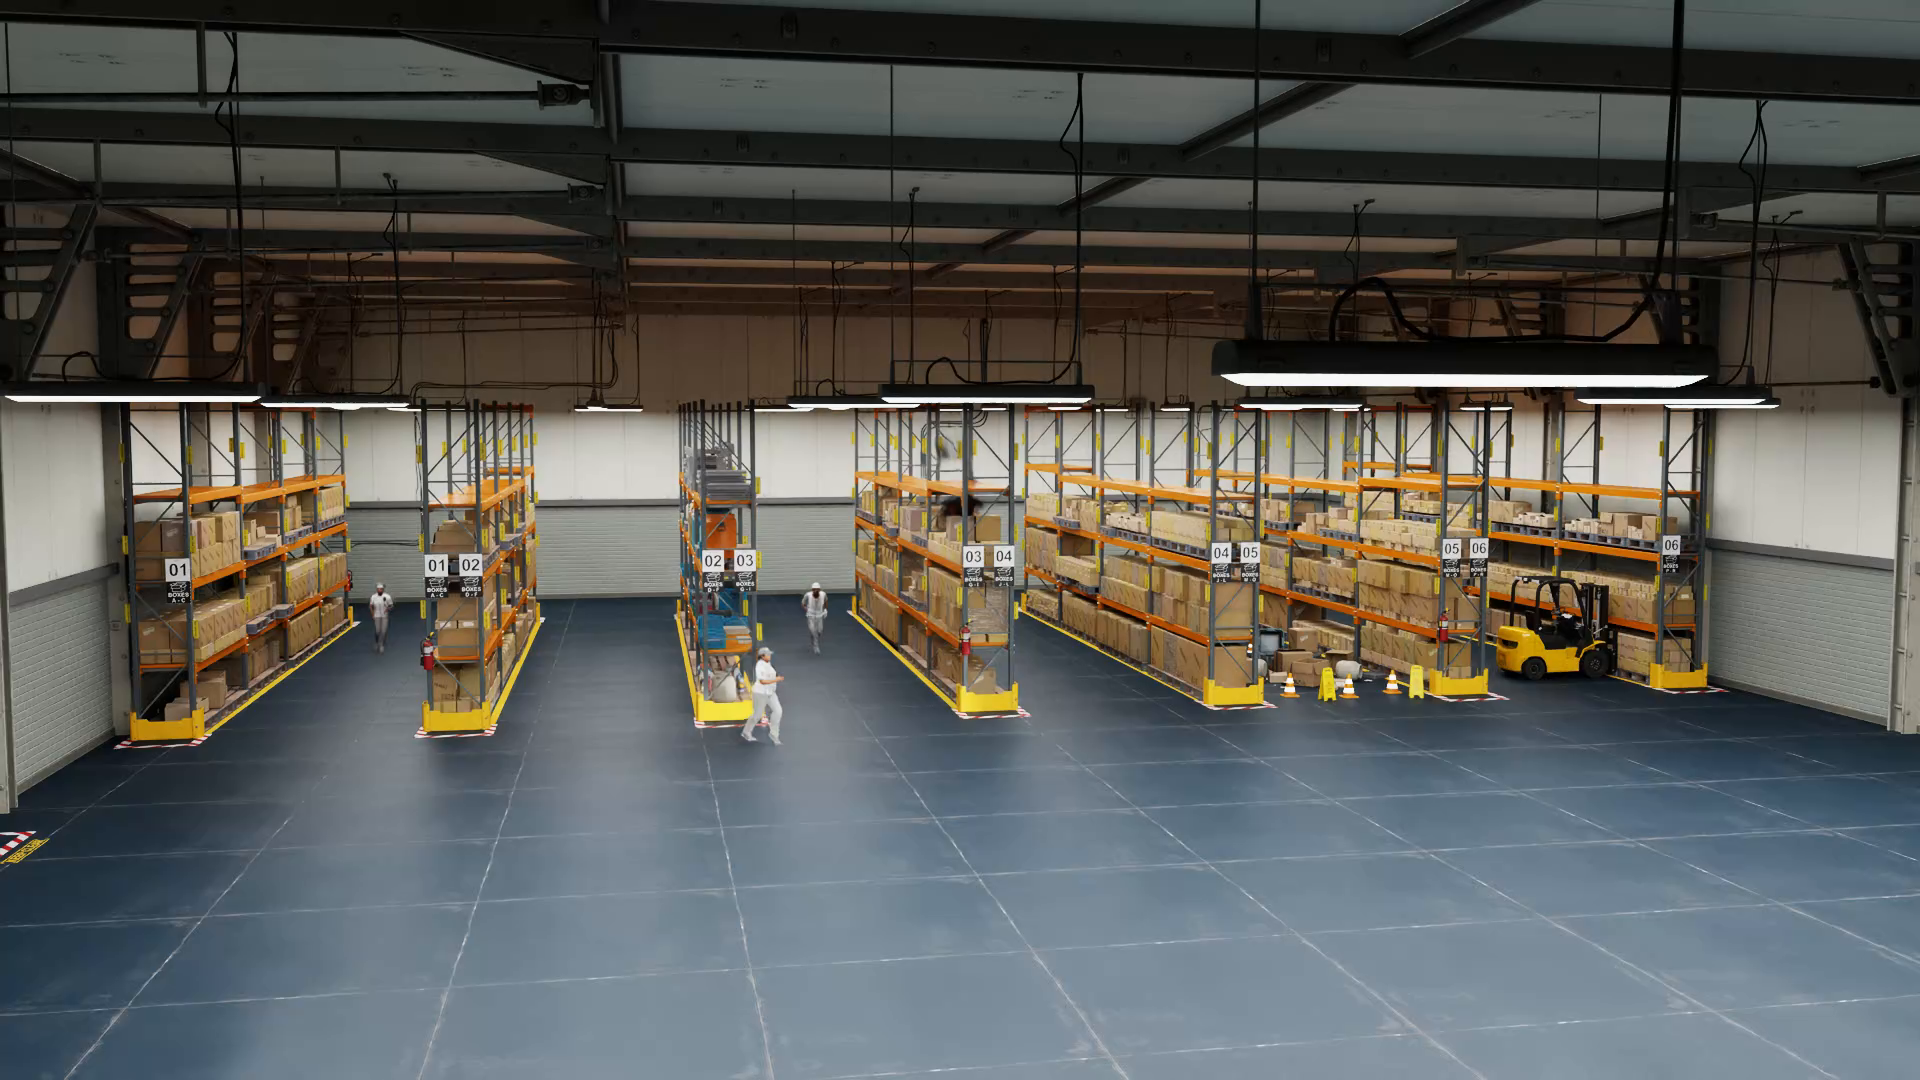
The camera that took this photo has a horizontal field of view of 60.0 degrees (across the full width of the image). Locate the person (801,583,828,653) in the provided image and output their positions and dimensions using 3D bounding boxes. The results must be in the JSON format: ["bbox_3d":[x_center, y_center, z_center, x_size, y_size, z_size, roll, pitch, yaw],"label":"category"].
[{"bbox_3d":[-3.499,1.864,40.099,0.675,1.704,0.762,-1,4,-12],"label":"person"}]

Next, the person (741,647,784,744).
[{"bbox_3d":[-3.415,2.729,28.885,0.779,1.754,0.574,1,5,19],"label":"person"}]

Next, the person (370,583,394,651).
[{"bbox_3d":[-13.968,1.862,40.116,0.542,1.668,0.573,-1,4,-15],"label":"person"}]
